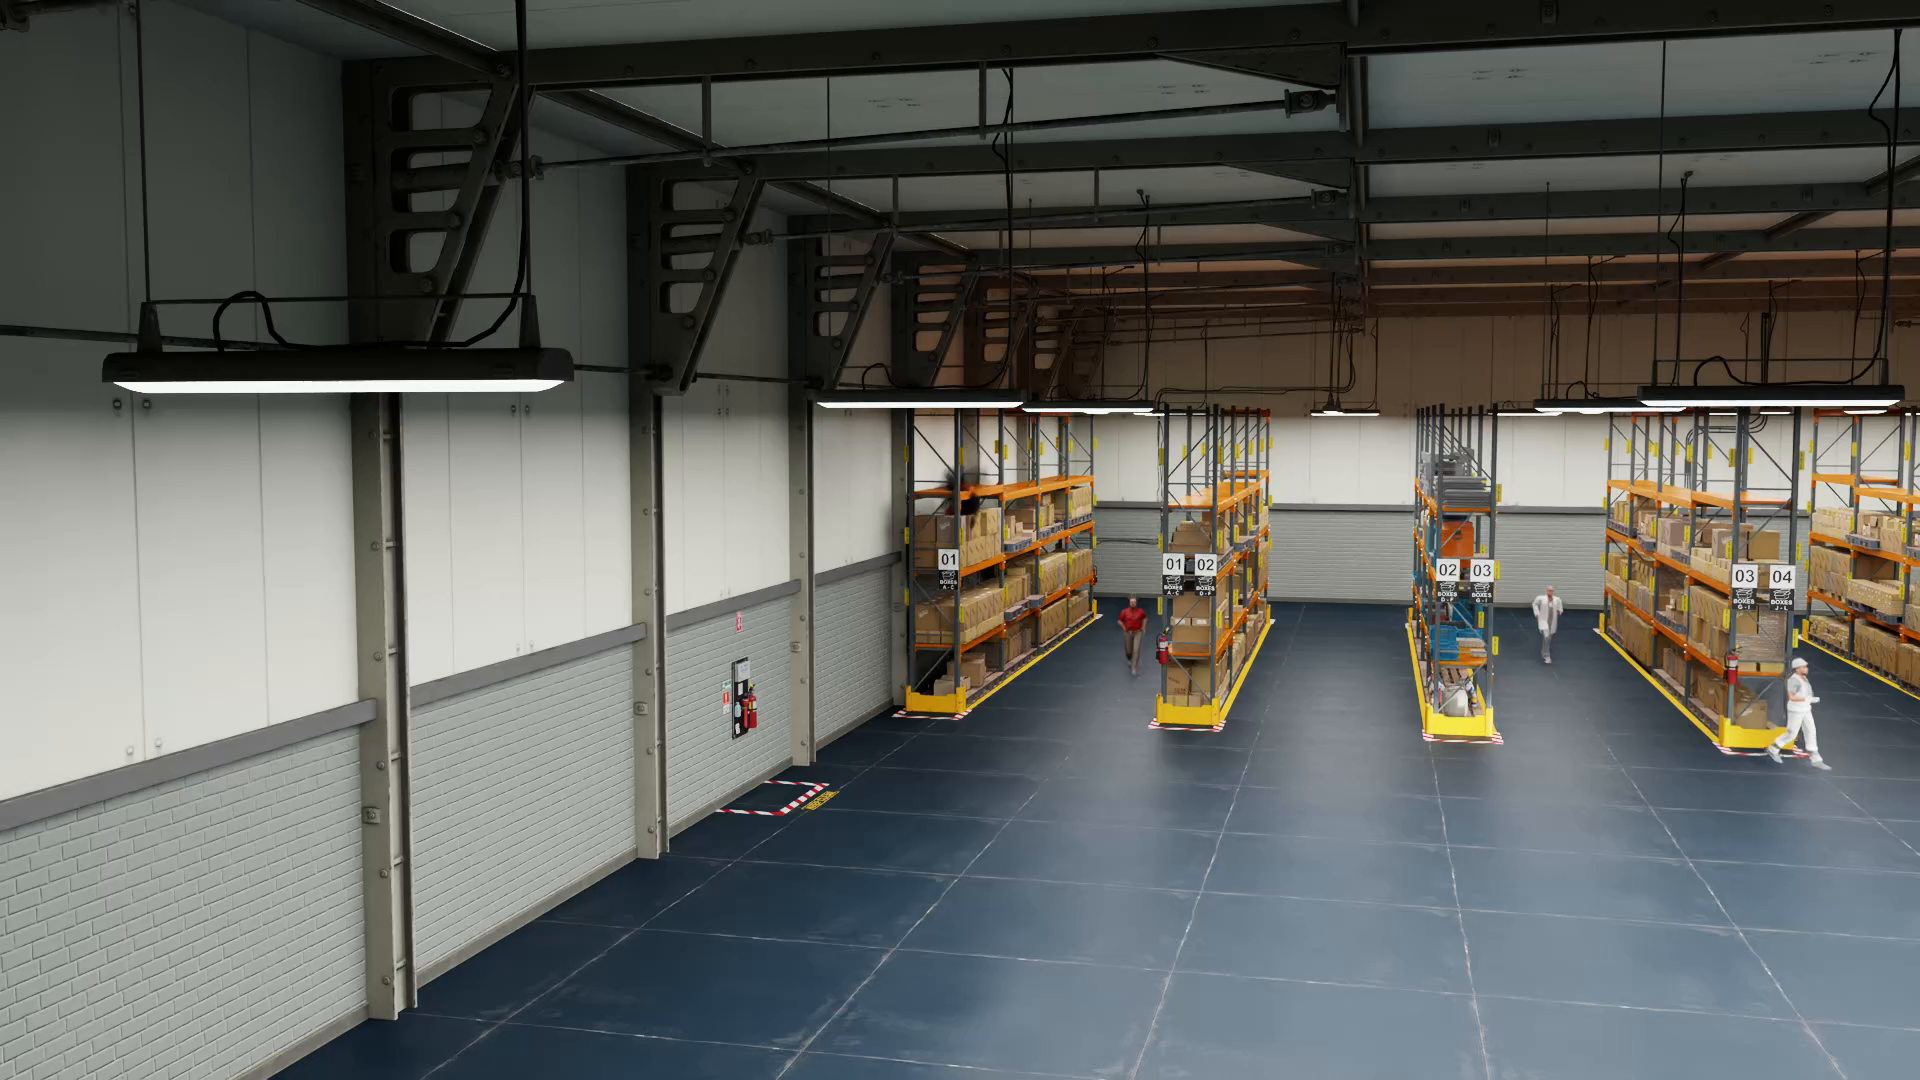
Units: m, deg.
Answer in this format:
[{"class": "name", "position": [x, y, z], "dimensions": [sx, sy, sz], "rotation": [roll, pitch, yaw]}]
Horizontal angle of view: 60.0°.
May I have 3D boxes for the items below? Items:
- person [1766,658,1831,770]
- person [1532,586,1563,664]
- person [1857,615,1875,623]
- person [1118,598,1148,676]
[{"class": "person", "position": [13.695, 2.814, 27.147], "dimensions": [0.669, 1.780, 0.989], "rotation": [-3, 5, -39]}, {"class": "person", "position": [13.902, 1.987, 39.316], "dimensions": [0.623, 1.834, 0.965], "rotation": [0, 4, -2]}, {"class": "person", "position": [23.747, 1.716, 43.609], "dimensions": [0.659, 1.698, 0.819], "rotation": [-1, 4, -14]}, {"class": "person", "position": [3.885, 2.155, 37.405], "dimensions": [0.662, 1.713, 0.933], "rotation": [0, 4, 6]}]
